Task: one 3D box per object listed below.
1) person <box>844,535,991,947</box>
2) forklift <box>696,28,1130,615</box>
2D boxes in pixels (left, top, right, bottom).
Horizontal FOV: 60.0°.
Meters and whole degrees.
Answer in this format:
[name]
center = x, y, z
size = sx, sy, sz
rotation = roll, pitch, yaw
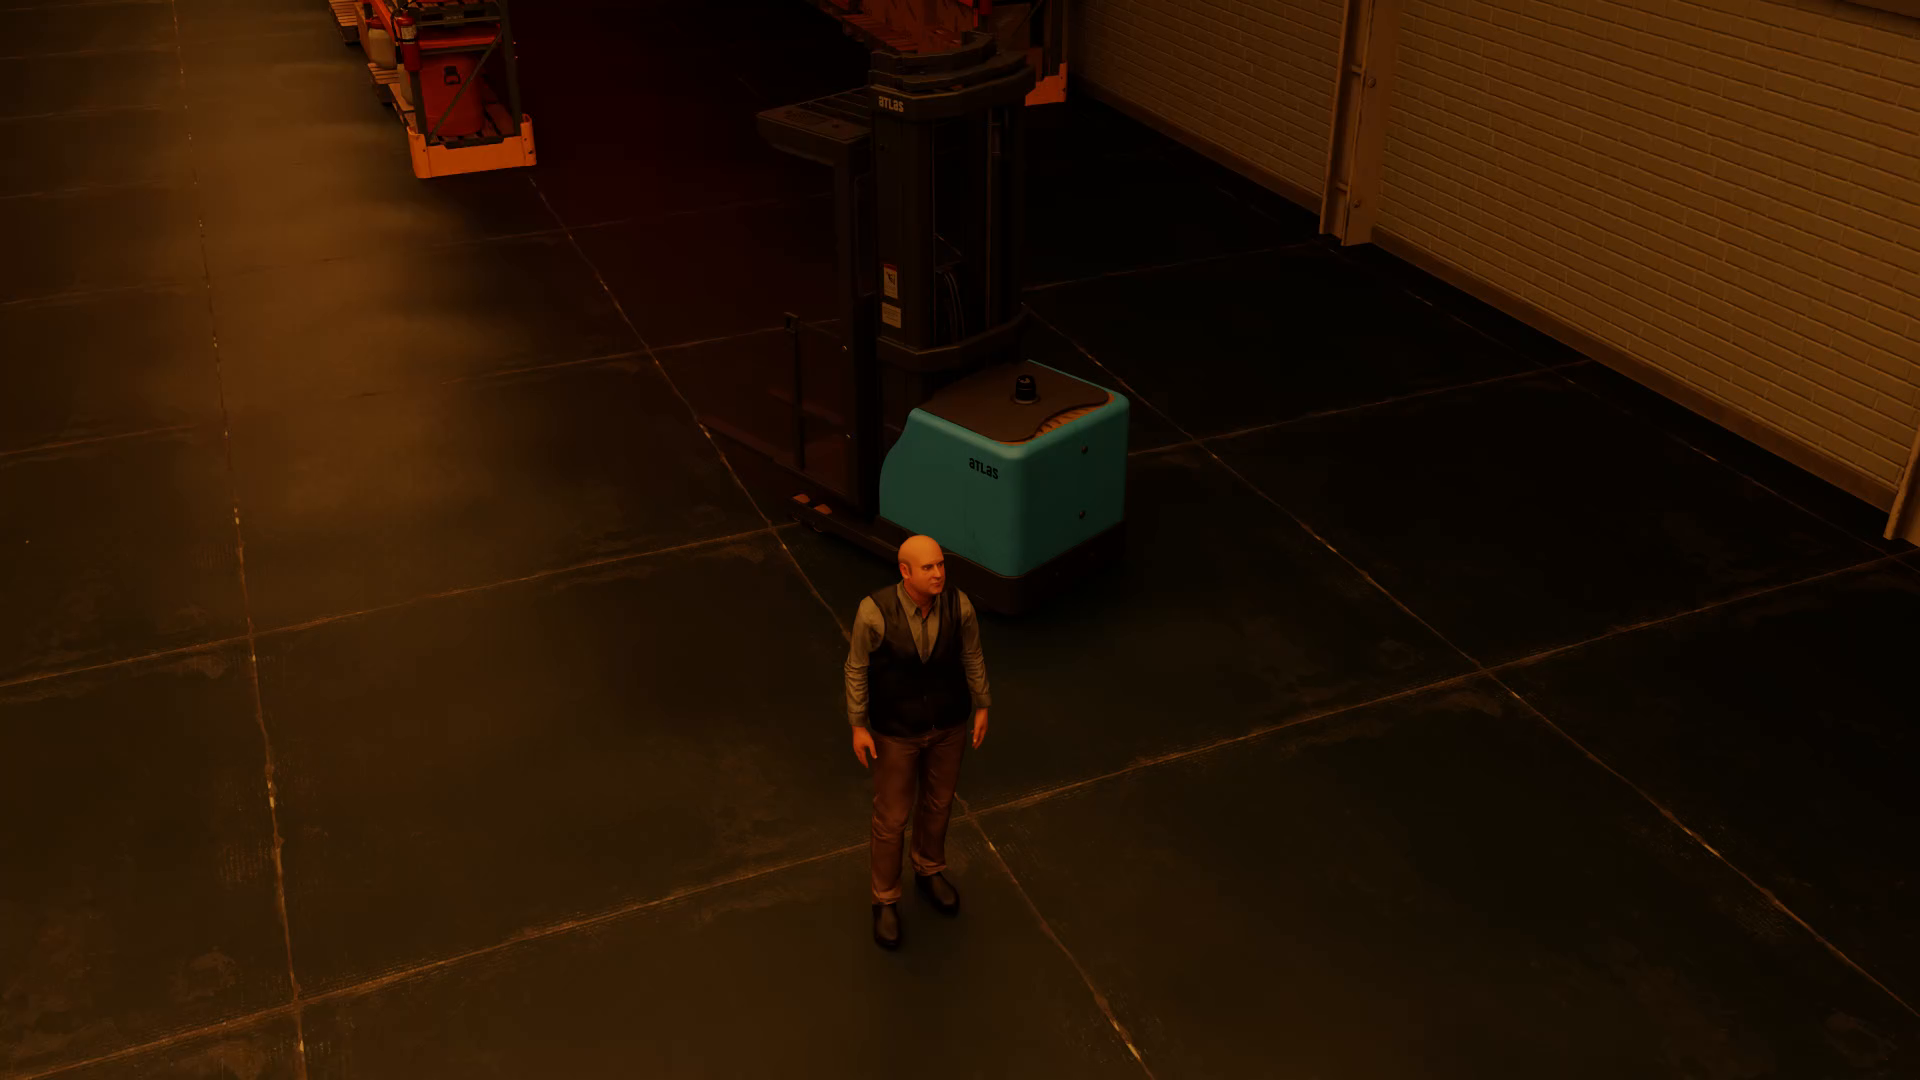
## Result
[person]
center = -0.148, 0.806, 6.915
size = 0.632, 1.720, 0.569
rotation = -12, 32, -19
[forklift]
center = -0.436, -1.483, 9.714
size = 3.031, 2.935, 1.130
rotation = 26, 39, 37
